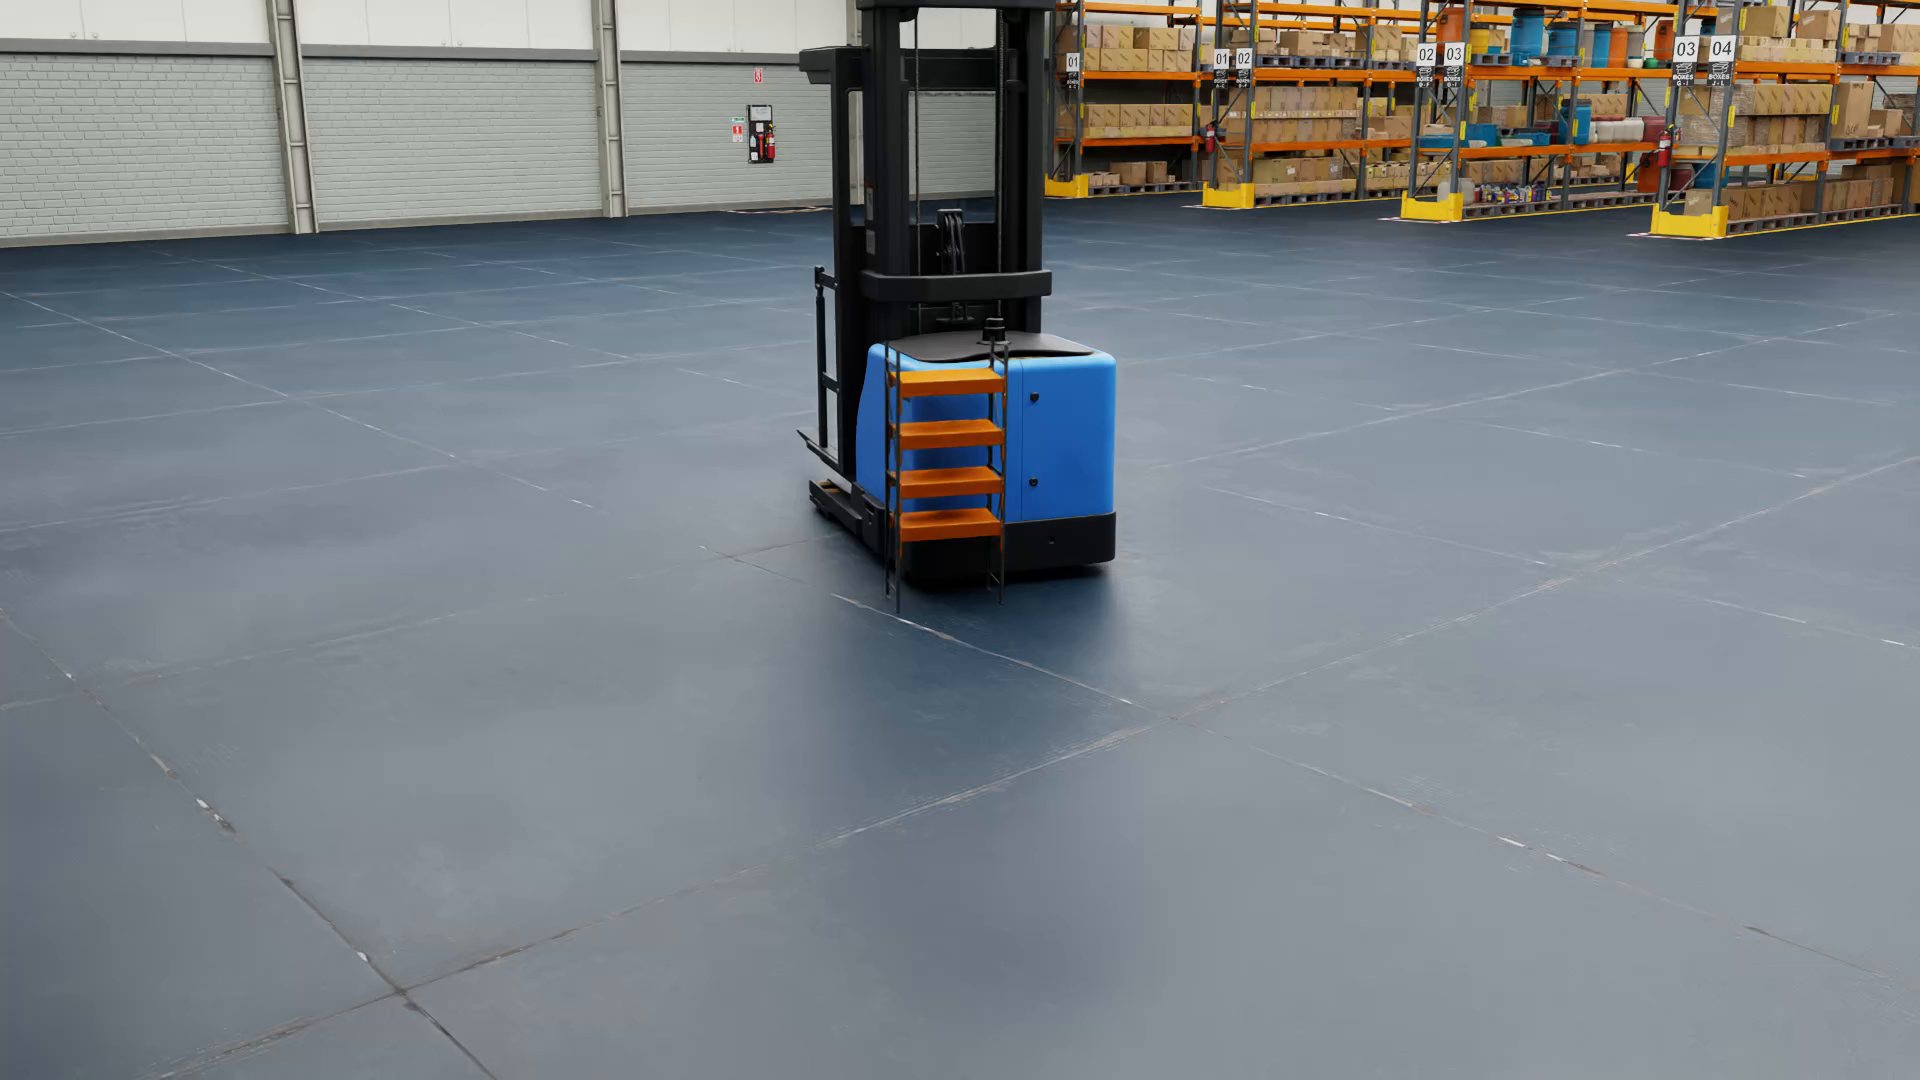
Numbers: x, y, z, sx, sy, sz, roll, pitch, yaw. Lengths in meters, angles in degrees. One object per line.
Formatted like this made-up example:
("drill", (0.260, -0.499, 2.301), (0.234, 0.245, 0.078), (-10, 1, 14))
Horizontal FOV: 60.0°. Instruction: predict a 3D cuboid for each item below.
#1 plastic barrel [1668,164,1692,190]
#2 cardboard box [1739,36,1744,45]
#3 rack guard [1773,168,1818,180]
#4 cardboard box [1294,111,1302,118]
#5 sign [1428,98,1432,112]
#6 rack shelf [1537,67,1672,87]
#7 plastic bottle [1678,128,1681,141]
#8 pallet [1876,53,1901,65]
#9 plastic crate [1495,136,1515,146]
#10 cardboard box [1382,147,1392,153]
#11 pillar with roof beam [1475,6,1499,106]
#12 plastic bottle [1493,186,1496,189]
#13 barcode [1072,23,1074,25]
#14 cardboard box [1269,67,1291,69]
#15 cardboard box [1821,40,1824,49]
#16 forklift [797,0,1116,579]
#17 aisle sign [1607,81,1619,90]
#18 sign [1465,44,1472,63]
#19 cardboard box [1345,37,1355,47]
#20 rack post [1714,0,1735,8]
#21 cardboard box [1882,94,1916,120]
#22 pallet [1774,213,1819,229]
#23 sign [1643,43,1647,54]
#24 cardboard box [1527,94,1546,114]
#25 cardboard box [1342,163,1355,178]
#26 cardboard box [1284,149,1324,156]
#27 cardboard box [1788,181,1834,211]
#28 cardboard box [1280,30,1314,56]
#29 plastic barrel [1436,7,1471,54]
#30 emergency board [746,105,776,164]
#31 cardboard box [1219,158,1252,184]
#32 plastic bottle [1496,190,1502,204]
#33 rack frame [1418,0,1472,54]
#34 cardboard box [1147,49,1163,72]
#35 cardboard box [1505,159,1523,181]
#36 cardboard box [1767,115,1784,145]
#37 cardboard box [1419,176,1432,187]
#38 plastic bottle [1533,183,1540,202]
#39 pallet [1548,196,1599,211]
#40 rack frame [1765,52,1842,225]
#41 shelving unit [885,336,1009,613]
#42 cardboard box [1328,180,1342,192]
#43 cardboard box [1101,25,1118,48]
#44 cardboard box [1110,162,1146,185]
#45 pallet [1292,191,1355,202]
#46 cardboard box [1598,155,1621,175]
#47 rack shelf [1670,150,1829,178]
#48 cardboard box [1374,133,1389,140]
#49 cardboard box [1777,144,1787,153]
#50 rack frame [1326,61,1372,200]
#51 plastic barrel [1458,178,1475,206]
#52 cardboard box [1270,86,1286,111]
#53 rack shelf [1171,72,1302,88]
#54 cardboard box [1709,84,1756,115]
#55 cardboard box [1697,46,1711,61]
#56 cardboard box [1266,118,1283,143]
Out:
("plastic barrel", (16.166, -8.202, 37.502), (0.708, 0.588, 0.600), (-13, 19, -39))
("cardboard box", (12.532, -8.138, 27.109), (0.250, 0.149, 0.380), (-13, 20, -40))
("rack guard", (21.001, -9.041, 41.627), (0.348, 0.500, 1.175), (-13, 19, -39))
("cardboard box", (7.080, -9.101, 35.558), (0.250, 0.149, 0.380), (-13, 20, -40))
("sign", (11.345, -10.477, 40.069), (0.005, 0.325, 0.100), (-13, 19, -39))
("rack shelf", (13.448, -9.649, 34.643), (4.000, 0.370, 1.077), (-13, 19, -39))
("plastic bottle", (15.773, -8.887, 36.435), (0.133, 0.283, 0.061), (-13, 19, -39))
("pallet", (16.506, -8.863, 30.670), (1.003, 0.211, 1.213), (-13, 19, -39))
("plastic crate", (10.730, -7.931, 33.041), (0.662, 0.188, 0.450), (-13, 19, -39))
("cardboard box", (11.863, -10.922, 46.600), (0.250, 0.149, 0.380), (-13, 20, -40))
("pillar with roof beam", (18.783, -14.856, 46.931), (0.400, 9.000, 9.100), (-13, 19, -39))
("plastic bottle", (10.763, -7.001, 33.559), (0.133, 0.283, 0.061), (-12, 19, -37))
("barcode", (2.626, -11.948, 38.561), (0.075, 0.075, 0.001), (-13, 19, -39))
("cardboard box", (8.087, -12.056, 42.395), (0.500, 0.311, 0.500), (-13, 19, -39))
("cardboard box", (14.873, -8.675, 29.120), (0.250, 0.149, 0.380), (-12, 19, -39))
("forklift", (-0.209, -1.569, 8.945), (1.130, 2.935, 3.031), (-5, 16, -19))
("aisle sign", (17.602, -12.531, 44.814), (0.004, 0.787, 0.394), (-13, 19, -39))
("sign", (9.279, -8.877, 30.340), (0.005, 0.325, 0.100), (-13, 19, -39))
("cardboard box", (10.314, -13.345, 44.586), (0.500, 0.250, 0.500), (-13, 20, -41))
("rack post", (16.531, -11.853, 36.657), (0.954, 0.300, 0.937), (-10, 18, -33))
("cardboard box", (18.770, -8.576, 32.906), (0.637, 0.503, 0.797), (-12, 19, -38))
("pallet", (14.707, -5.777, 29.967), (1.213, 0.211, 1.003), (-13, 19, -39))
("sign", (18.092, -12.972, 43.973), (0.005, 0.325, 0.100), (-13, 19, -39))
("cardboard box", (14.937, -11.196, 42.723), (0.500, 0.500, 0.500), (-13, 19, -39))
("cardboard box", (8.808, -8.444, 37.976), (0.500, 0.311, 0.500), (-13, 19, -39))
("cardboard box", (9.094, -10.078, 44.020), (0.750, 0.750, 0.750), (-13, 20, -40))
("cardboard box", (15.668, -6.349, 30.699), (0.700, 0.500, 0.500), (14, 21, 43))
("cardboard box", (7.105, -10.492, 35.126), (0.500, 0.500, 0.500), (-13, 19, -39))
("plastic barrel", (9.205, -9.498, 31.036), (0.708, 0.830, 0.600), (-13, 19, -39))
("emergency board", (-4.037, -8.319, 34.082), (0.643, 1.169, 0.194), (-13, 19, -39))
("cardboard box", (5.882, -7.882, 35.506), (0.500, 0.500, 0.500), (-13, 19, -39))
("plastic bottle", (10.494, -6.672, 32.350), (0.097, 0.271, 0.097), (0, 15, 0))
("rack frame", (8.922, -10.430, 30.358), (0.127, 3.000, 1.000), (-13, 19, -39))
("cardboard box", (4.434, -11.327, 39.296), (0.500, 0.500, 0.500), (-14, 20, -41))
("cardboard box", (13.784, -9.227, 41.474), (0.500, 0.500, 0.500), (-12, 19, -39))
("cardboard box", (13.695, -7.114, 28.799), (0.500, 0.500, 0.875), (-13, 19, -39))
("cardboard box", (10.703, -8.417, 38.961), (0.500, 0.250, 0.500), (-12, 19, -38))
("plastic bottle", (11.498, -6.944, 33.214), (0.185, 0.351, 0.144), (-14, 20, -42))
("pallet", (12.506, -7.002, 34.555), (1.213, 0.211, 1.003), (-13, 19, -39))
("rack frame", (15.190, -7.245, 30.059), (0.127, 3.000, 1.000), (-13, 19, -39))
("shelving unit", (-0.067, -0.295, 7.507), (0.503, 1.200, 0.258), (-4, 18, -15))
("cardboard box", (8.100, -7.844, 36.819), (0.500, 0.250, 0.500), (-13, 19, -39))
("cardboard box", (3.280, -11.543, 38.170), (0.500, 0.500, 0.500), (-13, 20, -40))
("cardboard box", (4.016, -8.776, 39.782), (0.500, 0.500, 0.700), (-14, 21, -43))
("pallet", (8.063, -7.700, 37.168), (1.213, 0.211, 1.003), (-13, 19, -39))
("cardboard box", (17.494, -10.071, 44.633), (0.500, 0.500, 0.500), (-13, 19, -39))
("rack shelf", (13.682, -6.558, 28.884), (4.000, 0.370, 1.077), (-13, 19, -39))
("cardboard box", (9.493, -9.163, 37.727), (0.250, 0.149, 0.380), (-13, 19, -39))
("cardboard box", (14.080, -6.778, 28.800), (0.250, 0.149, 0.380), (-13, 19, -39))
("rack frame", (8.690, -9.174, 37.282), (0.127, 3.000, 1.000), (-13, 19, -39))
("plastic barrel", (9.746, -6.743, 32.190), (0.421, 0.512, 0.421), (0, 15, 0))
("cardboard box", (6.467, -9.347, 35.222), (0.500, 0.500, 0.700), (-13, 20, -41))
("rack shelf", (6.945, -11.578, 41.864), (4.000, 0.370, 1.077), (-13, 19, -39))
("cardboard box", (12.767, -7.282, 27.492), (0.500, 0.500, 0.500), (-13, 19, -39))
("cardboard box", (12.370, -8.075, 27.646), (0.500, 0.250, 0.500), (-12, 19, -38))
("cardboard box", (6.426, -8.711, 35.355), (0.500, 0.500, 0.700), (-12, 19, -38))
